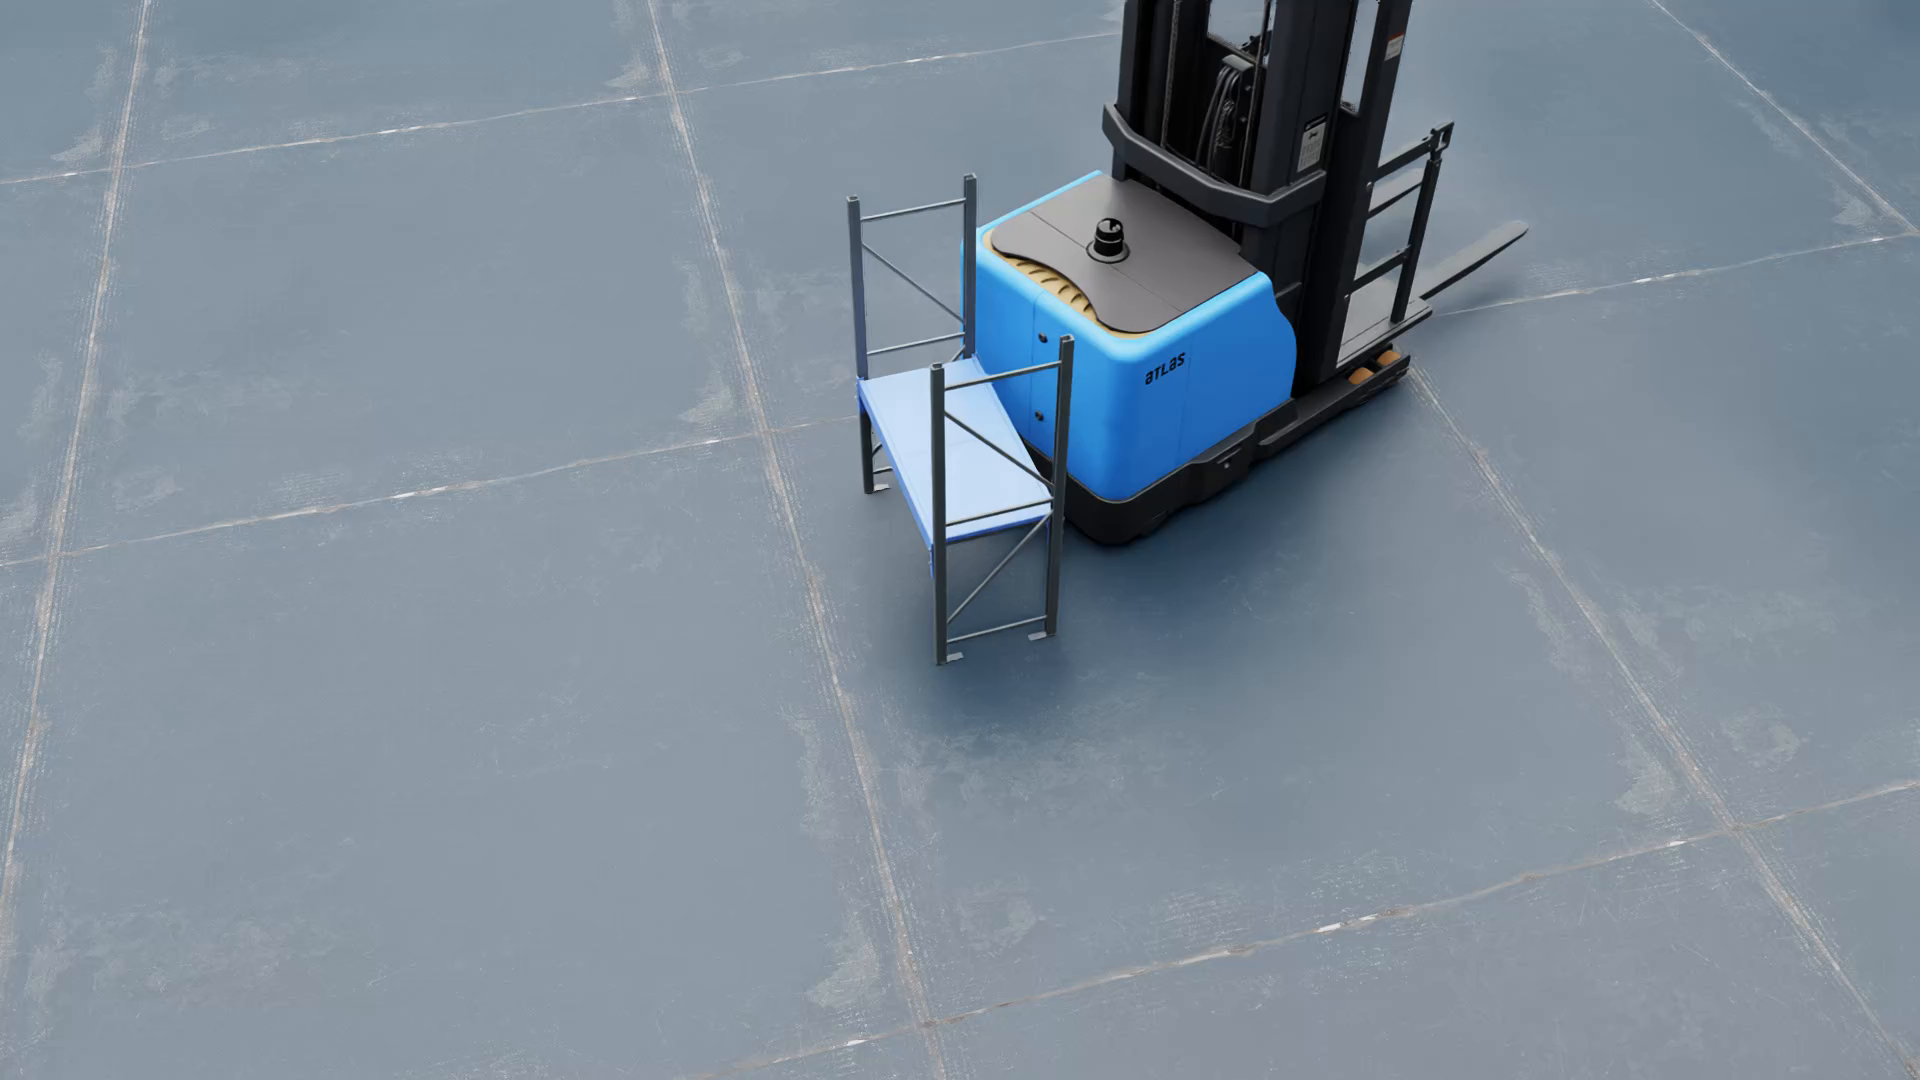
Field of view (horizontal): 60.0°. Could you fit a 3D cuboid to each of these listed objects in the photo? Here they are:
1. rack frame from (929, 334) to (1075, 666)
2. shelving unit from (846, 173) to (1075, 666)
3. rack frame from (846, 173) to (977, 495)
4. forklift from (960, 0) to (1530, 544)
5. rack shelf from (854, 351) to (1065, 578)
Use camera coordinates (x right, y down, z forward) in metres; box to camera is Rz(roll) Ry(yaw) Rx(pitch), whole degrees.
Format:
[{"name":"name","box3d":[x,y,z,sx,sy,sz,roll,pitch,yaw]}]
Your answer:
[{"name":"rack frame","box3d":[0.141,-0.099,6.047,0.500,1.500,0.032,-13,47,-13]},{"name":"shelving unit","box3d":[-0.019,-0.443,6.385,0.538,1.500,1.048,-13,47,-13]},{"name":"rack frame","box3d":[-0.179,-0.788,6.723,0.500,1.500,0.032,-13,47,-13]},{"name":"forklift","box3d":[1.440,-1.908,6.818,3.031,2.935,1.130,-31,53,-27]},{"name":"rack shelf","box3d":[-0.019,-0.317,6.513,0.538,0.185,1.000,-13,47,-13]}]
